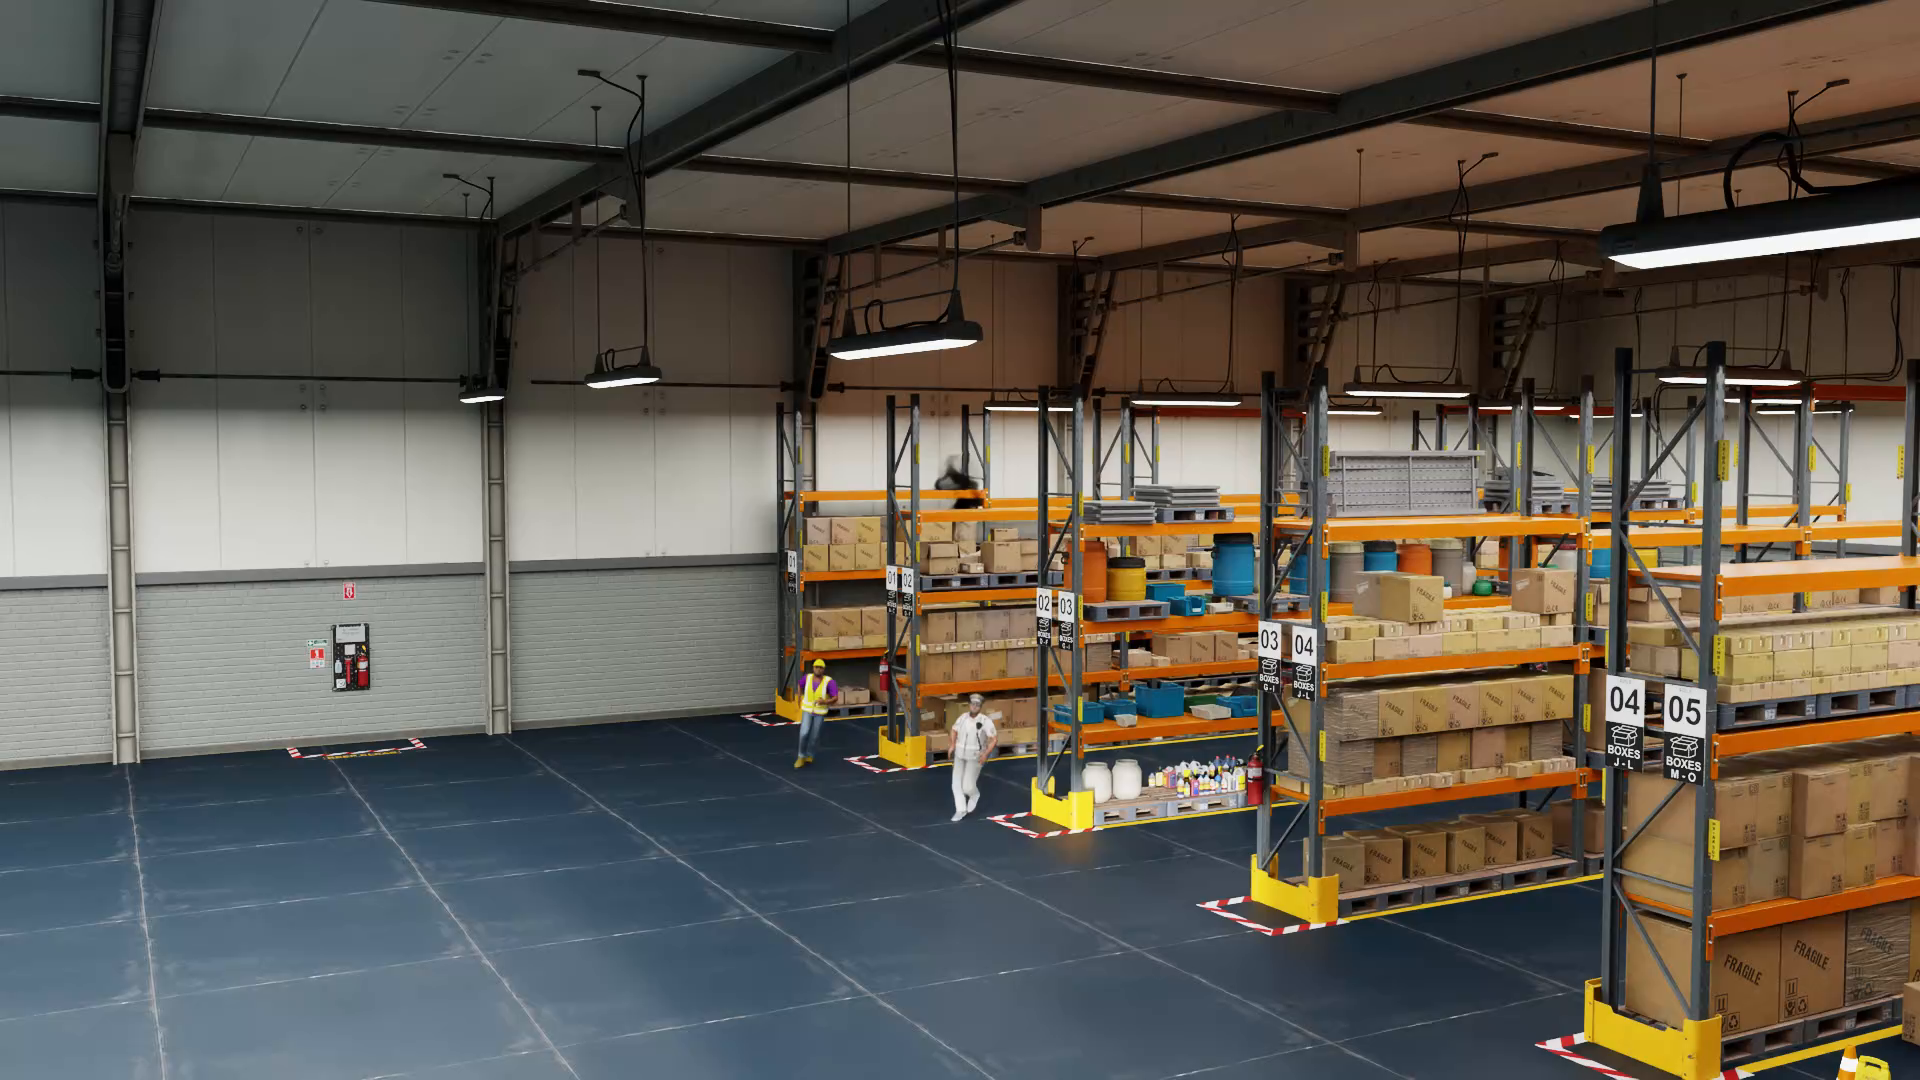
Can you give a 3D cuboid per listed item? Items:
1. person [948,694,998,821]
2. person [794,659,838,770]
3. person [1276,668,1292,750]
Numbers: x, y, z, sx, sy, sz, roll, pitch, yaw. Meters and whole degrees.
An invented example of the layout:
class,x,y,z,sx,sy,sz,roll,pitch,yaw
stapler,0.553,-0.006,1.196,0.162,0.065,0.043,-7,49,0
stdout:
class,x,y,z,sx,sy,sz,roll,pitch,yaw
person,0.143,3.005,23.059,0.706,1.746,0.517,2,4,26
person,-2.304,2.785,26.718,0.707,1.777,0.695,0,3,0
person,5.540,2.715,27.978,0.847,1.782,0.643,-2,4,-37
